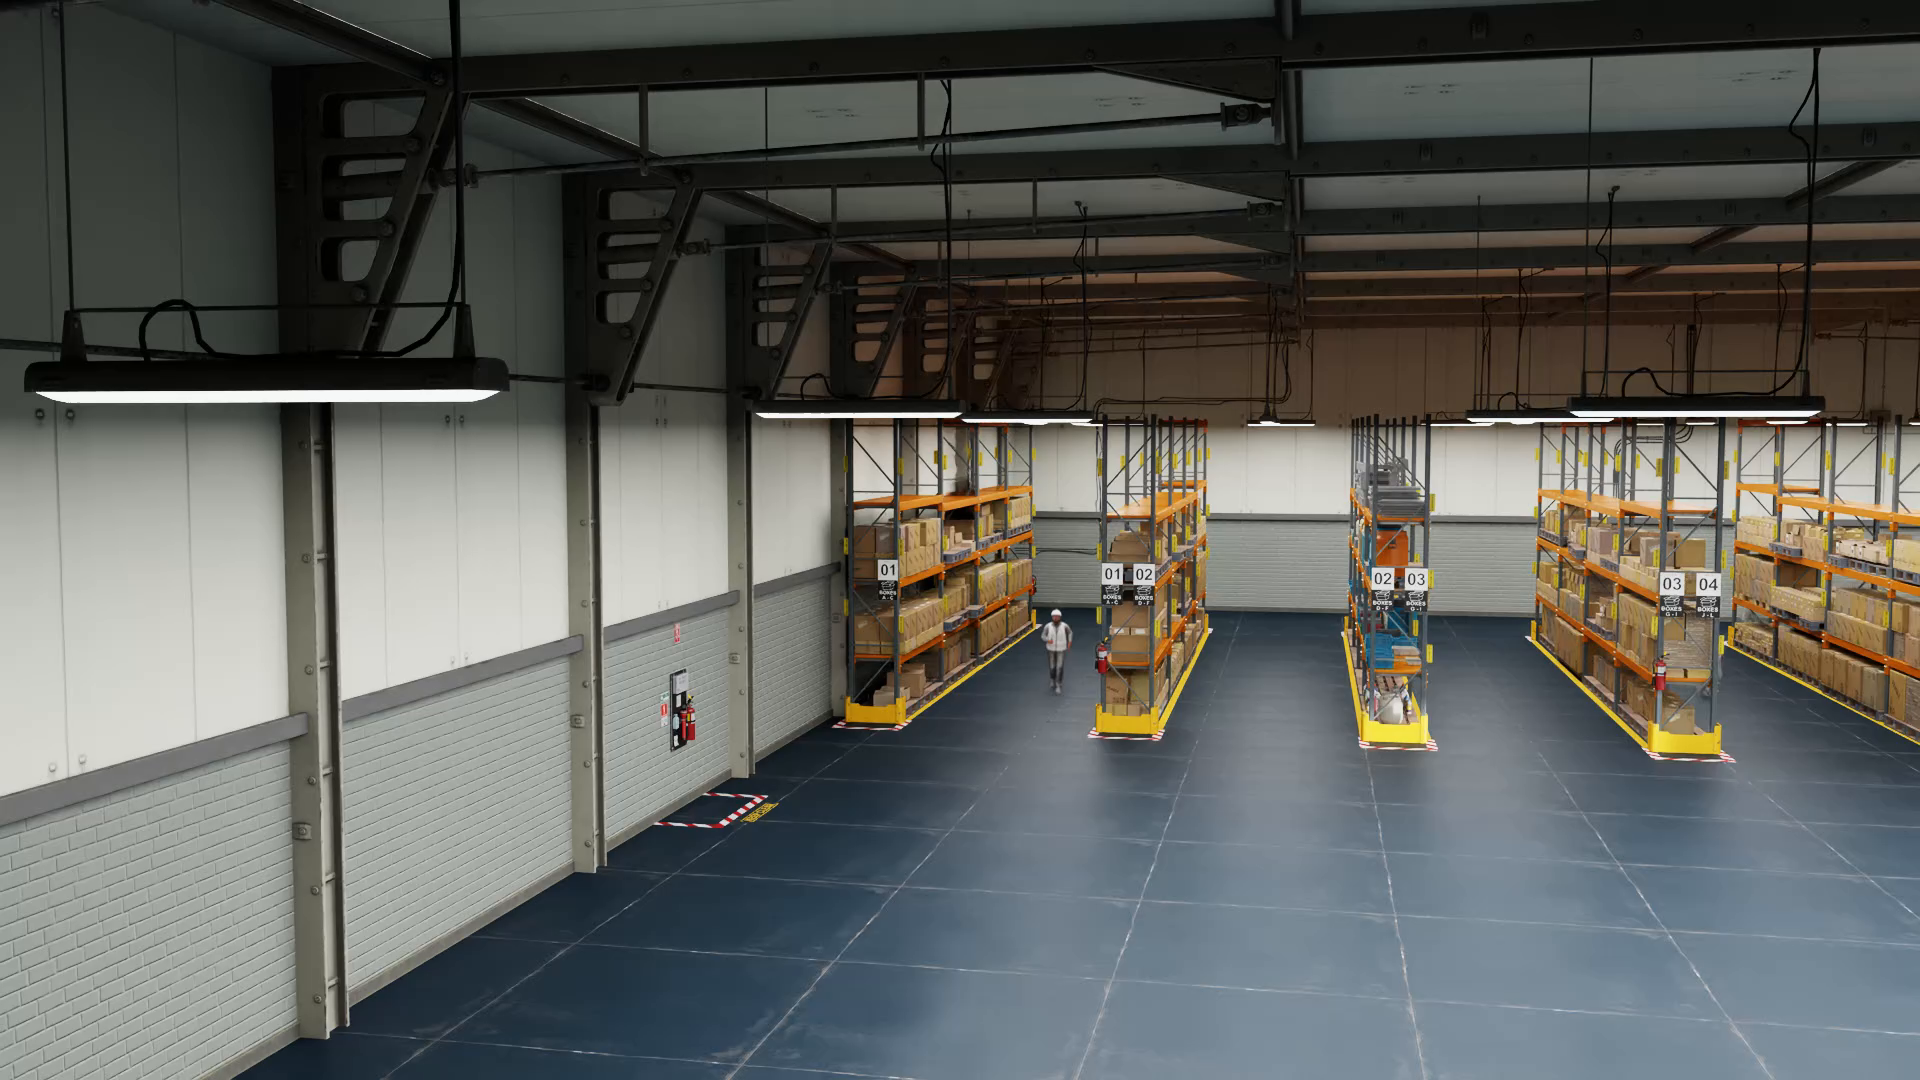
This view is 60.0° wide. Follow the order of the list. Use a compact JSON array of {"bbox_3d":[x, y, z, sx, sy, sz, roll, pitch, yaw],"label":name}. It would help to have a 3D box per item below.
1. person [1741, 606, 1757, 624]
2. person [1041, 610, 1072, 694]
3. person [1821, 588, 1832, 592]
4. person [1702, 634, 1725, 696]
[{"bbox_3d":[21.318,1.890,44.909,0.940,1.663,0.568,0,4,-4],"label":"person"},{"bbox_3d":[2.111,2.413,36.356,0.676,1.802,0.854,0,4,5],"label":"person"},{"bbox_3d":[22.300,1.987,42.960,0.711,1.814,0.999,0,4,5],"label":"person"},{"bbox_3d":[16.006,2.545,35.445,0.615,1.630,0.595,1,4,12],"label":"person"}]
